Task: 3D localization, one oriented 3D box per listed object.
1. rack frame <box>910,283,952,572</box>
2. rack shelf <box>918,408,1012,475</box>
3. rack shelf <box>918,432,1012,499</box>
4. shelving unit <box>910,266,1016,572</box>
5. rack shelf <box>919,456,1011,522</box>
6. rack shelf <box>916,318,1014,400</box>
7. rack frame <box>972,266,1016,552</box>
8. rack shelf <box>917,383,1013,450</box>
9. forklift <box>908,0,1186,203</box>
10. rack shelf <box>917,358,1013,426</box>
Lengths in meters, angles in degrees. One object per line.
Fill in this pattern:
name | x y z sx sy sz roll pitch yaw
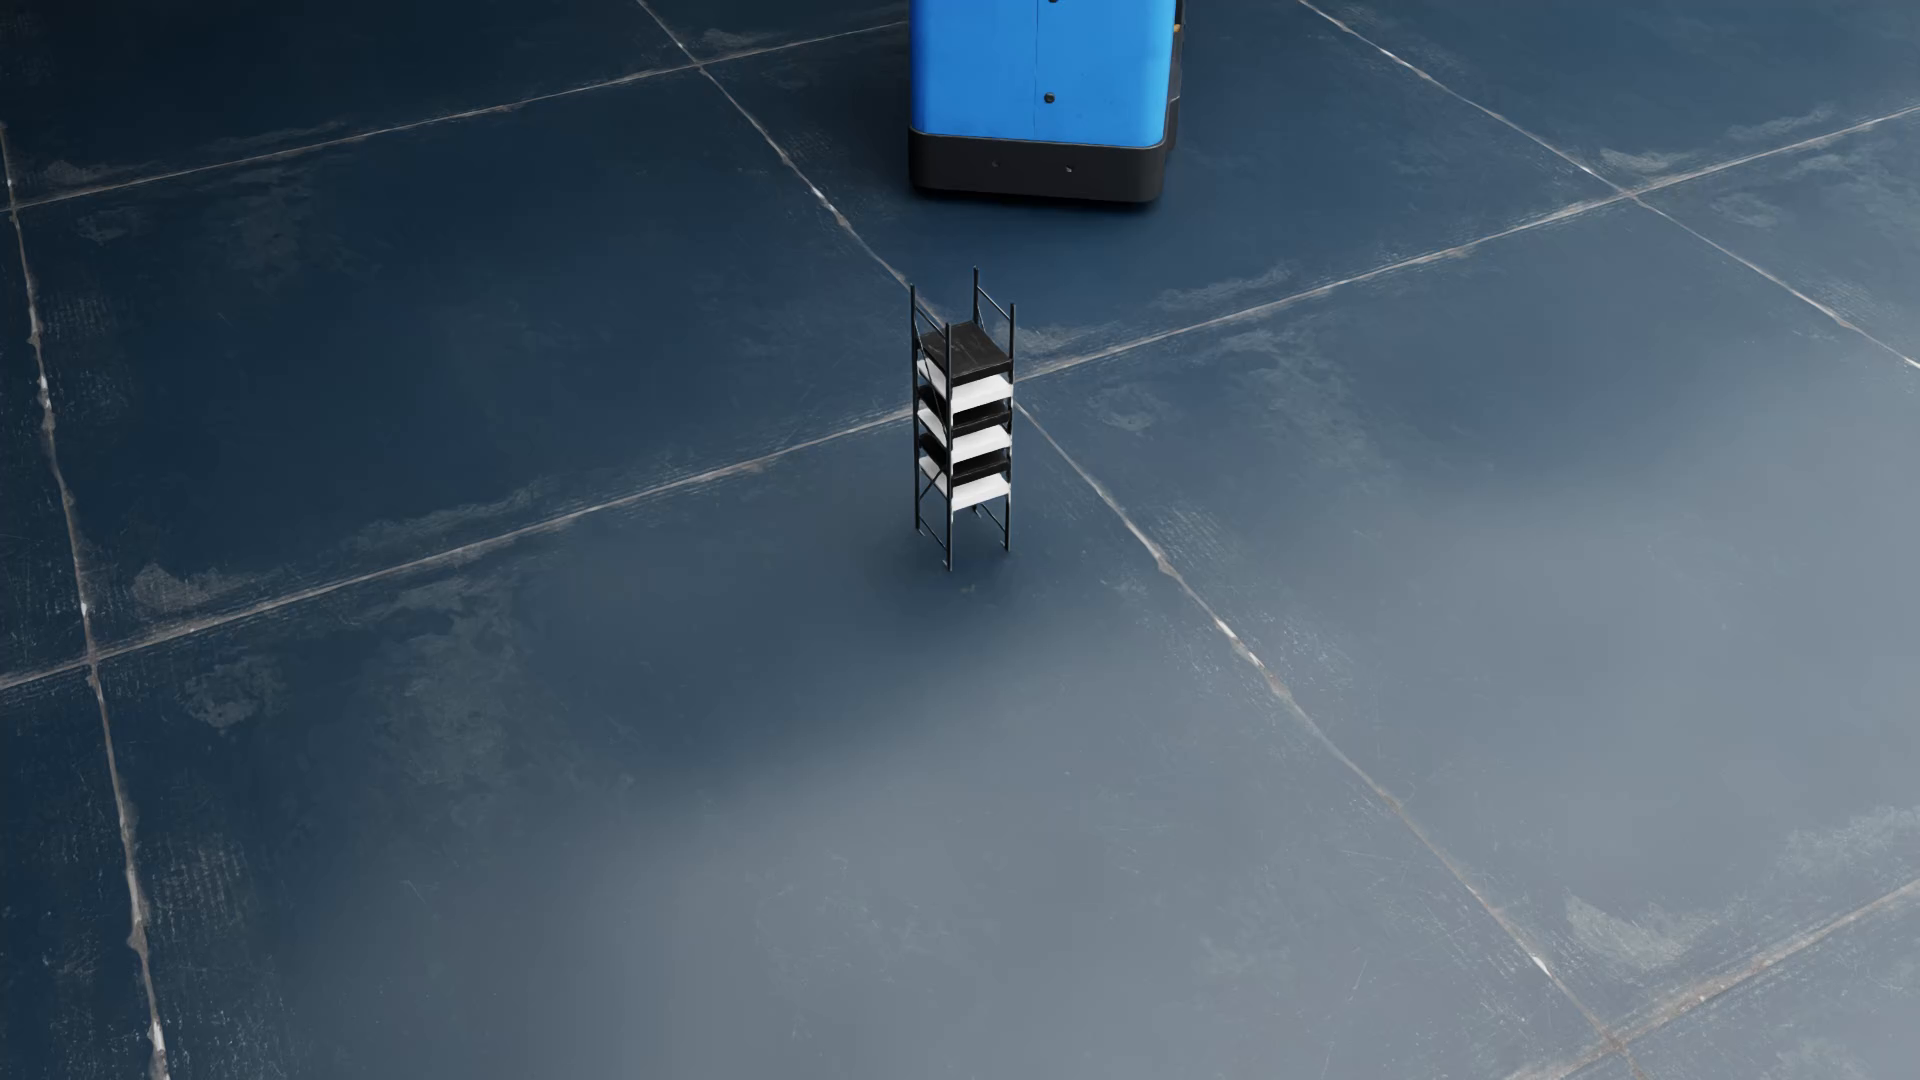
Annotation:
rack frame | -0.083 -0.316 4.926 0.006 0.900 0.240 -19 44 -21
rack shelf | 0.007 -0.320 4.984 0.200 0.077 0.258 -19 44 -21
rack shelf | 0.007 -0.252 5.042 0.200 0.077 0.258 -19 44 -21
shelving unit | 0.007 -0.346 4.962 0.210 0.900 0.258 -19 44 -21
rack shelf | 0.007 -0.183 5.100 0.200 0.077 0.258 -19 44 -21
rack shelf | 0.007 -0.527 4.809 0.200 0.077 0.258 -19 44 -21
rack frame | 0.097 -0.376 4.998 0.006 0.900 0.240 -19 44 -21
rack shelf | 0.007 -0.389 4.926 0.200 0.077 0.258 -19 44 -21
forklift | 0.504 -3.442 7.047 1.130 2.935 3.031 5 41 6
rack shelf | 0.007 -0.458 4.867 0.200 0.077 0.258 -19 44 -21
